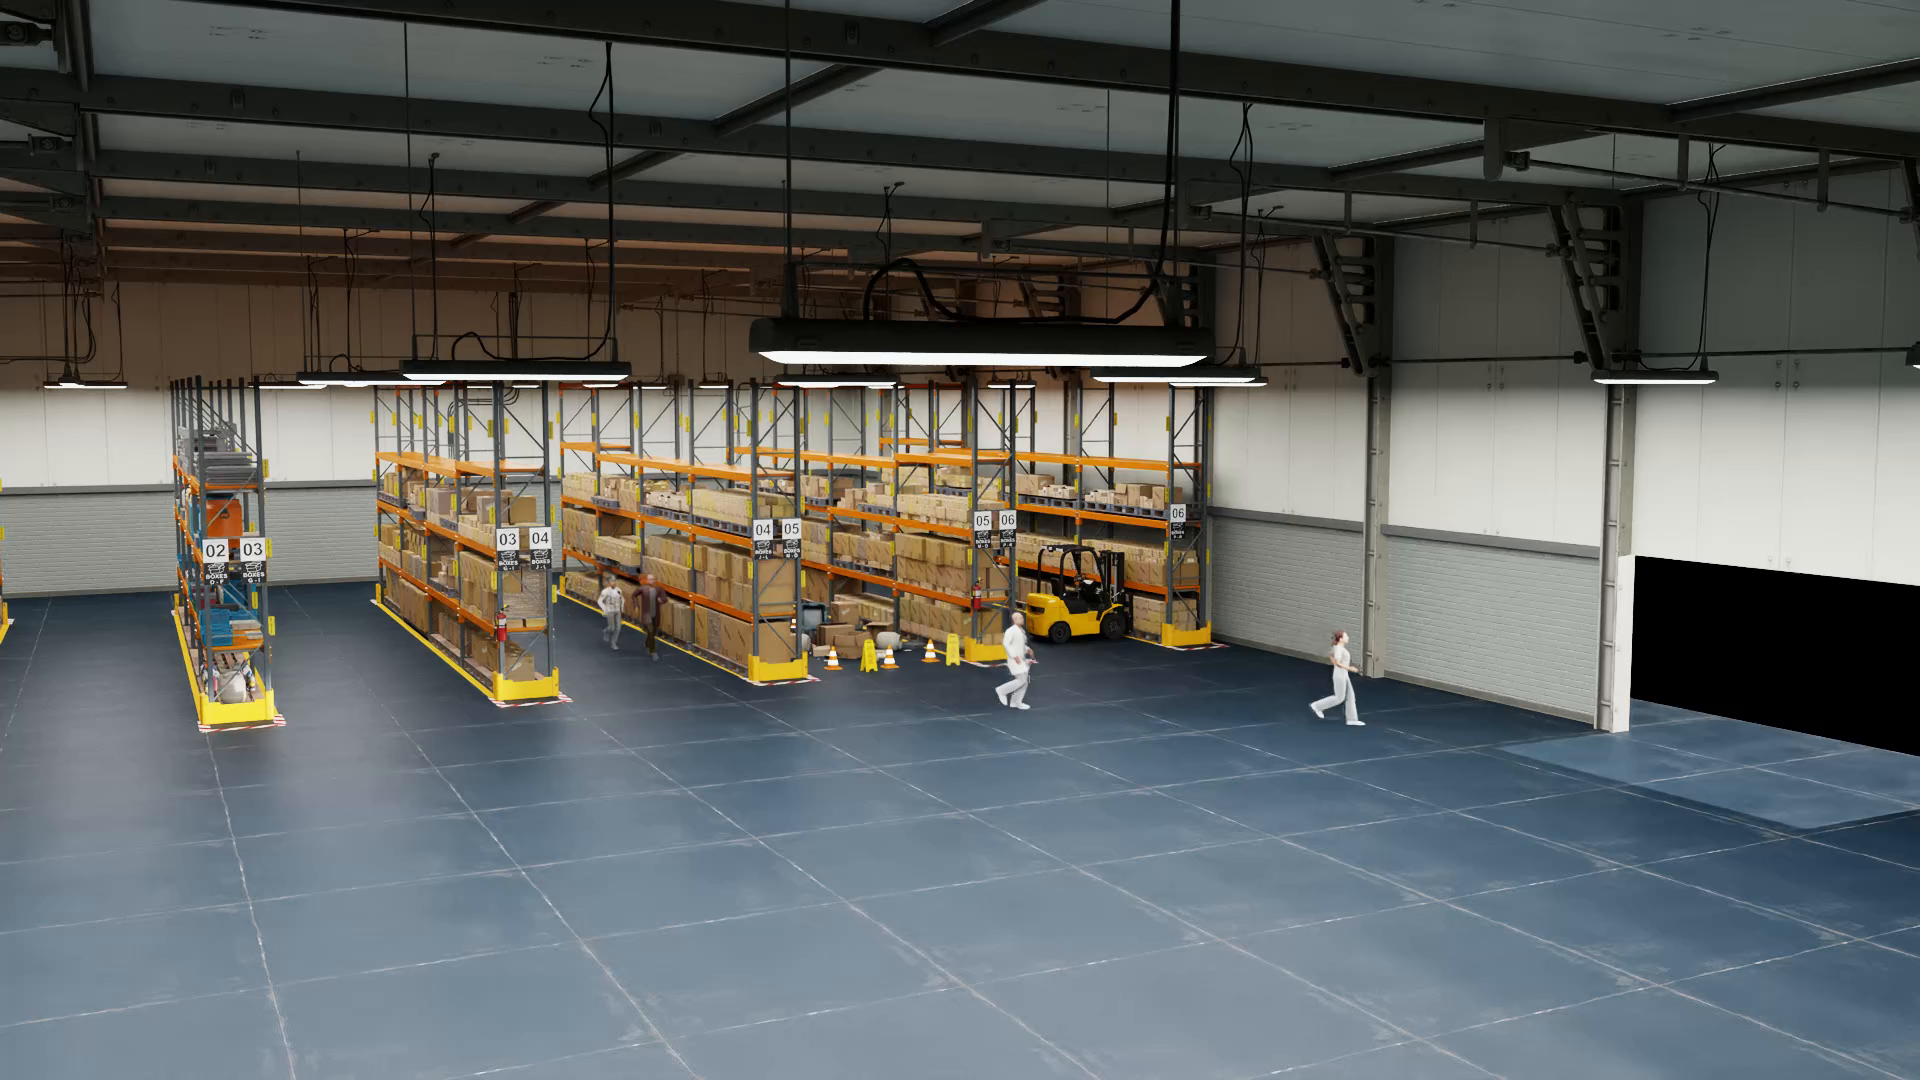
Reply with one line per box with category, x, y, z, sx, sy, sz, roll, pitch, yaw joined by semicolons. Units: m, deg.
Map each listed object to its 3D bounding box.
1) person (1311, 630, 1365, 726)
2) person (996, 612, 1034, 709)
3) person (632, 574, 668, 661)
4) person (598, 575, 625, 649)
person;6.501;2.363;28.545;0.913;1.657;0.569;1;5;16
person;0.990;2.179;30.150;0.636;1.750;0.731;2;5;20
person;-6.651;1.631;35.776;0.680;1.812;1.002;-3;6;-31
person;-7.764;1.603;37.163;0.615;1.657;0.555;-3;6;-34
